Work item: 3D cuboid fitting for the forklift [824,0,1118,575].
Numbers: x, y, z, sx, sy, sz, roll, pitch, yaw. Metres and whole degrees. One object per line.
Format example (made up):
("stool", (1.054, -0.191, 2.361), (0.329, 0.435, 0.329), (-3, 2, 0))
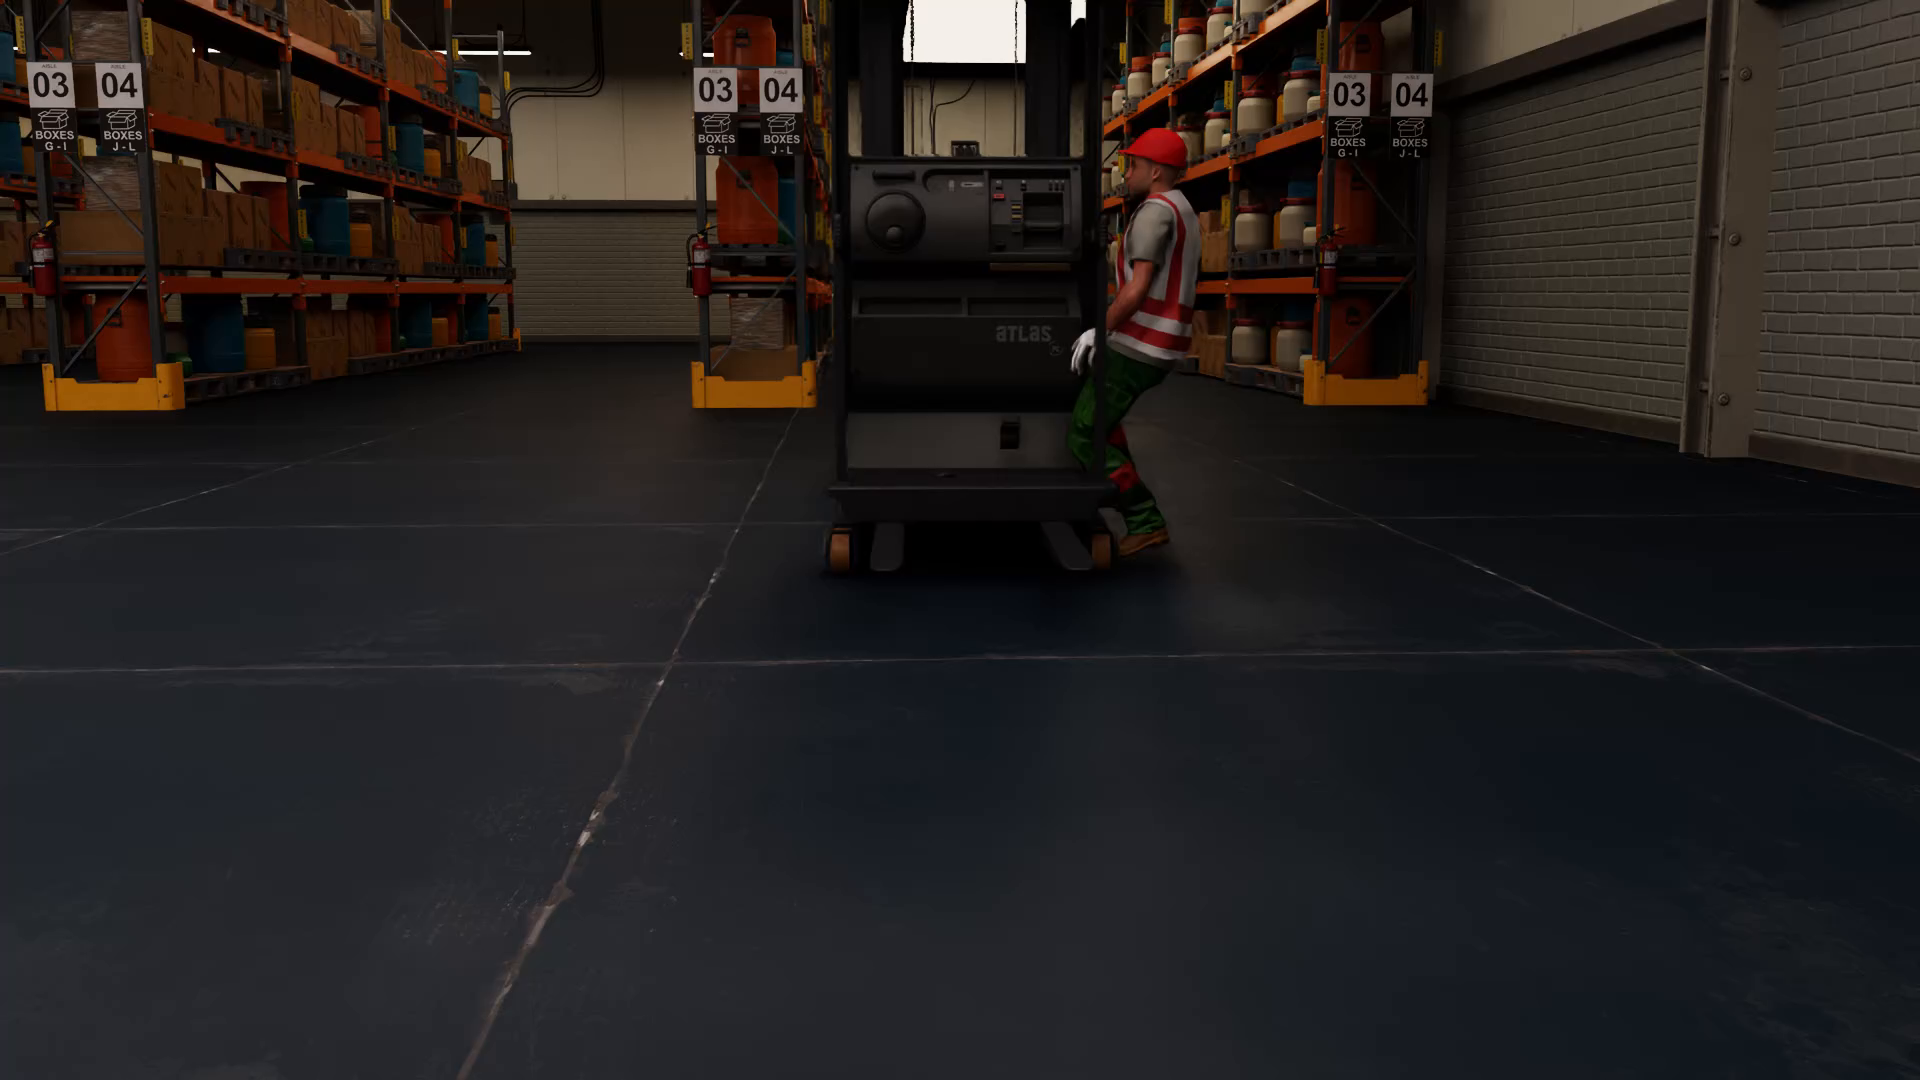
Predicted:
("forklift", (0.033, -1.359, 6.482), (1.130, 2.935, 3.031), (0, 8, -1))

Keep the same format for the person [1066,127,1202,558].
("person", (0.663, -0.793, 6.713), (0.610, 1.688, 0.778), (4, 9, 24))
